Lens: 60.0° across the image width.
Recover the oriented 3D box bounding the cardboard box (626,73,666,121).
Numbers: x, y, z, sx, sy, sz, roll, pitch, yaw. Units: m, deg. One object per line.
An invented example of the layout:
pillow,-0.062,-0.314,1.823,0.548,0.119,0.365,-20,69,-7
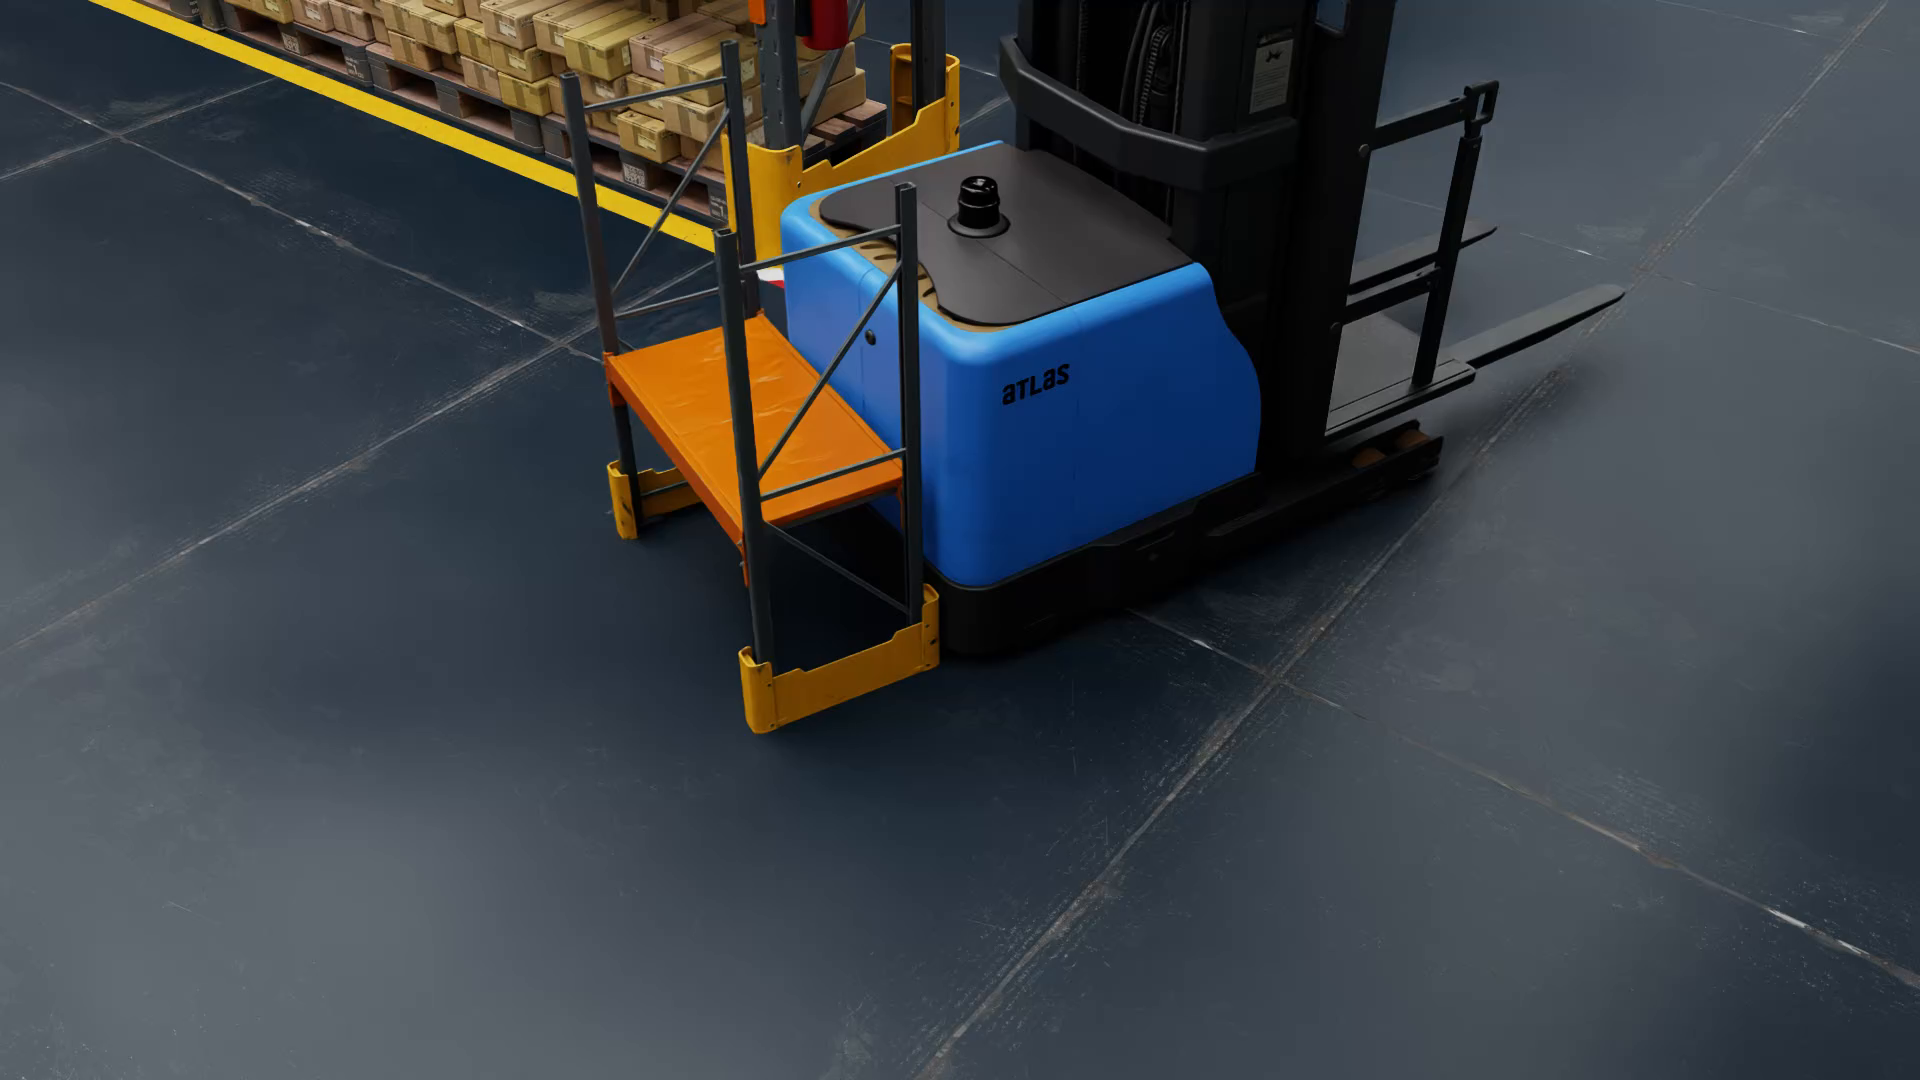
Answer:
cardboard box,-1.175,-1.910,6.987,0.250,0.149,0.380,24,44,28

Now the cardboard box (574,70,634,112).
cardboard box,-1.414,-1.980,7.076,0.250,0.149,0.380,23,44,27

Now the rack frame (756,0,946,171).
rack frame,-0.407,-2.568,6.097,0.127,3.000,1.000,25,45,29

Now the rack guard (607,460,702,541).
rack guard,-0.823,-0.204,5.307,0.587,0.250,0.087,-20,42,-23

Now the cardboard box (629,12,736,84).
cardboard box,-1.146,-2.041,6.913,0.250,0.149,0.380,26,45,29

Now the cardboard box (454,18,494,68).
cardboard box,-2.025,-2.272,7.450,0.250,0.149,0.380,28,46,31

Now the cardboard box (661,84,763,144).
cardboard box,-1.000,-1.786,6.828,0.250,0.149,0.380,24,44,27

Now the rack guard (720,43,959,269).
rack guard,-0.467,-1.612,6.904,0.348,0.500,1.175,25,45,29

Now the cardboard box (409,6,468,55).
cardboard box,-2.261,-2.362,7.564,0.250,0.149,0.380,26,45,29

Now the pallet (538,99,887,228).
pallet,-1.091,-1.820,7.403,1.213,0.211,1.003,25,45,29

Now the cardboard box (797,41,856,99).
cardboard box,-0.667,-2.050,7.166,0.250,0.149,0.380,27,46,30

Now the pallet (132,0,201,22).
pallet,-4.204,-3.259,9.241,1.213,0.211,1.003,25,45,29

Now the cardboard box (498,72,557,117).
cardboard box,-1.820,-2.045,7.400,0.250,0.149,0.380,23,44,27

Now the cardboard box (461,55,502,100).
cardboard box,-2.025,-2.157,7.543,0.250,0.149,0.380,26,45,29

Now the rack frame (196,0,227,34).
rack frame,-3.584,-4.066,8.010,0.127,3.000,1.000,25,45,29

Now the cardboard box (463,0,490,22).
cardboard box,-1.986,-2.431,7.411,0.250,0.149,0.380,24,44,27

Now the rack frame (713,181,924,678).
rack frame,-0.325,-0.163,4.242,0.500,1.500,0.032,-20,42,-23

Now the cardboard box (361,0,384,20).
cardboard box,-2.603,-2.592,7.858,0.250,0.149,0.380,27,46,30

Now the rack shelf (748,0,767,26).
rack shelf,-1.996,-3.034,7.275,4.000,0.370,1.077,25,45,29

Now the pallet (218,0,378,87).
pallet,-3.029,-2.734,8.571,1.213,0.211,1.003,25,45,29

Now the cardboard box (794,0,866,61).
cardboard box,-0.617,-2.208,7.126,0.250,0.149,0.380,23,44,27

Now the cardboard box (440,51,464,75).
cardboard box,-2.180,-2.288,7.711,0.250,0.149,0.380,27,45,30

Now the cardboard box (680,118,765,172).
cardboard box,-0.952,-1.706,6.967,0.250,0.149,0.380,26,45,29

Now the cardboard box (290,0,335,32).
cardboard box,-3.050,-2.648,8.171,0.250,0.149,0.380,25,44,28

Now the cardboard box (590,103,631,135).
cardboard box,-1.375,-1.894,7.207,0.250,0.149,0.380,25,44,28

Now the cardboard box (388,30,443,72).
cardboard box,-2.435,-2.349,7.789,0.250,0.149,0.380,24,44,27

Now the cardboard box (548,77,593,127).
cardboard box,-1.579,-1.980,7.317,0.250,0.149,0.380,26,45,29

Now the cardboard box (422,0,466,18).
cardboard box,-2.211,-2.515,7.518,0.250,0.149,0.380,25,45,29

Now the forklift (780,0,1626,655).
forklift,0.979,-1.533,4.831,3.031,2.935,1.130,-22,43,-26

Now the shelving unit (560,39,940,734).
shelving unit,-0.574,-0.430,4.582,0.587,1.500,1.083,-20,42,-23

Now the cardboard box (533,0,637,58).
cardboard box,-1.596,-2.204,7.121,0.250,0.149,0.380,23,44,27

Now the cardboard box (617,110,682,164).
cardboard box,-1.218,-1.752,7.027,0.250,0.149,0.380,27,45,30

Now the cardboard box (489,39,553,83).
cardboard box,-1.833,-2.167,7.315,0.250,0.149,0.380,26,45,29

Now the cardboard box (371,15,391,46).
cardboard box,-2.583,-2.494,7.974,0.250,0.149,0.380,23,44,27

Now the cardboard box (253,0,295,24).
cardboard box,-3.279,-2.715,8.257,0.250,0.149,0.380,27,45,30

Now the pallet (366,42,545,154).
pallet,-2.056,-2.277,7.987,1.213,0.211,1.003,25,45,29

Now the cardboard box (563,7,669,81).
cardboard box,-1.429,-2.076,6.958,0.250,0.149,0.380,24,44,28

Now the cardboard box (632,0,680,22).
cardboard box,-1.279,-2.461,7.450,0.250,0.149,0.380,23,44,27

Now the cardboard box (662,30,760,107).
cardboard box,-0.982,-1.919,6.757,0.250,0.149,0.380,26,45,29

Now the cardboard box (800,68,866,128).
cardboard box,-0.629,-1.964,7.297,0.250,0.149,0.380,26,45,29

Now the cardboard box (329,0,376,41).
cardboard box,-2.818,-2.577,8.080,0.250,0.149,0.380,24,44,28

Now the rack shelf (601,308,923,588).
rack shelf,-0.579,-0.293,4.699,0.538,0.185,1.000,-20,42,-23

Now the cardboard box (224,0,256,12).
cardboard box,-3.490,-2.815,8.384,0.250,0.149,0.380,23,44,27

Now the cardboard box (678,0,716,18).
cardboard box,-1.031,-2.409,7.383,0.250,0.149,0.380,25,45,28

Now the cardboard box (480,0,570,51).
cardboard box,-1.844,-2.278,7.215,0.250,0.149,0.380,27,45,30

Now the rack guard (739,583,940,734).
rack guard,-0.325,0.328,4.628,0.587,0.250,0.087,-20,42,-23

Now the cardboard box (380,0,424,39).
cardboard box,-2.441,-2.466,7.698,0.250,0.149,0.380,25,44,28

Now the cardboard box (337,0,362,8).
cardboard box,-2.807,-2.707,8.004,0.250,0.149,0.380,23,44,26

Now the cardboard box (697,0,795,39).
cardboard box,-0.909,-2.252,7.182,0.250,0.149,0.380,26,45,29

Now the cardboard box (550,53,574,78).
cardboard box,-1.565,-2.131,7.269,0.250,0.149,0.380,25,44,28

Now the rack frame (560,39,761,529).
rack frame,-0.833,-0.706,4.935,0.500,1.500,0.032,-20,42,-23

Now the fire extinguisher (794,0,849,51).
fire extinguisher,-0.487,-2.070,5.826,0.183,0.674,0.296,25,45,29
